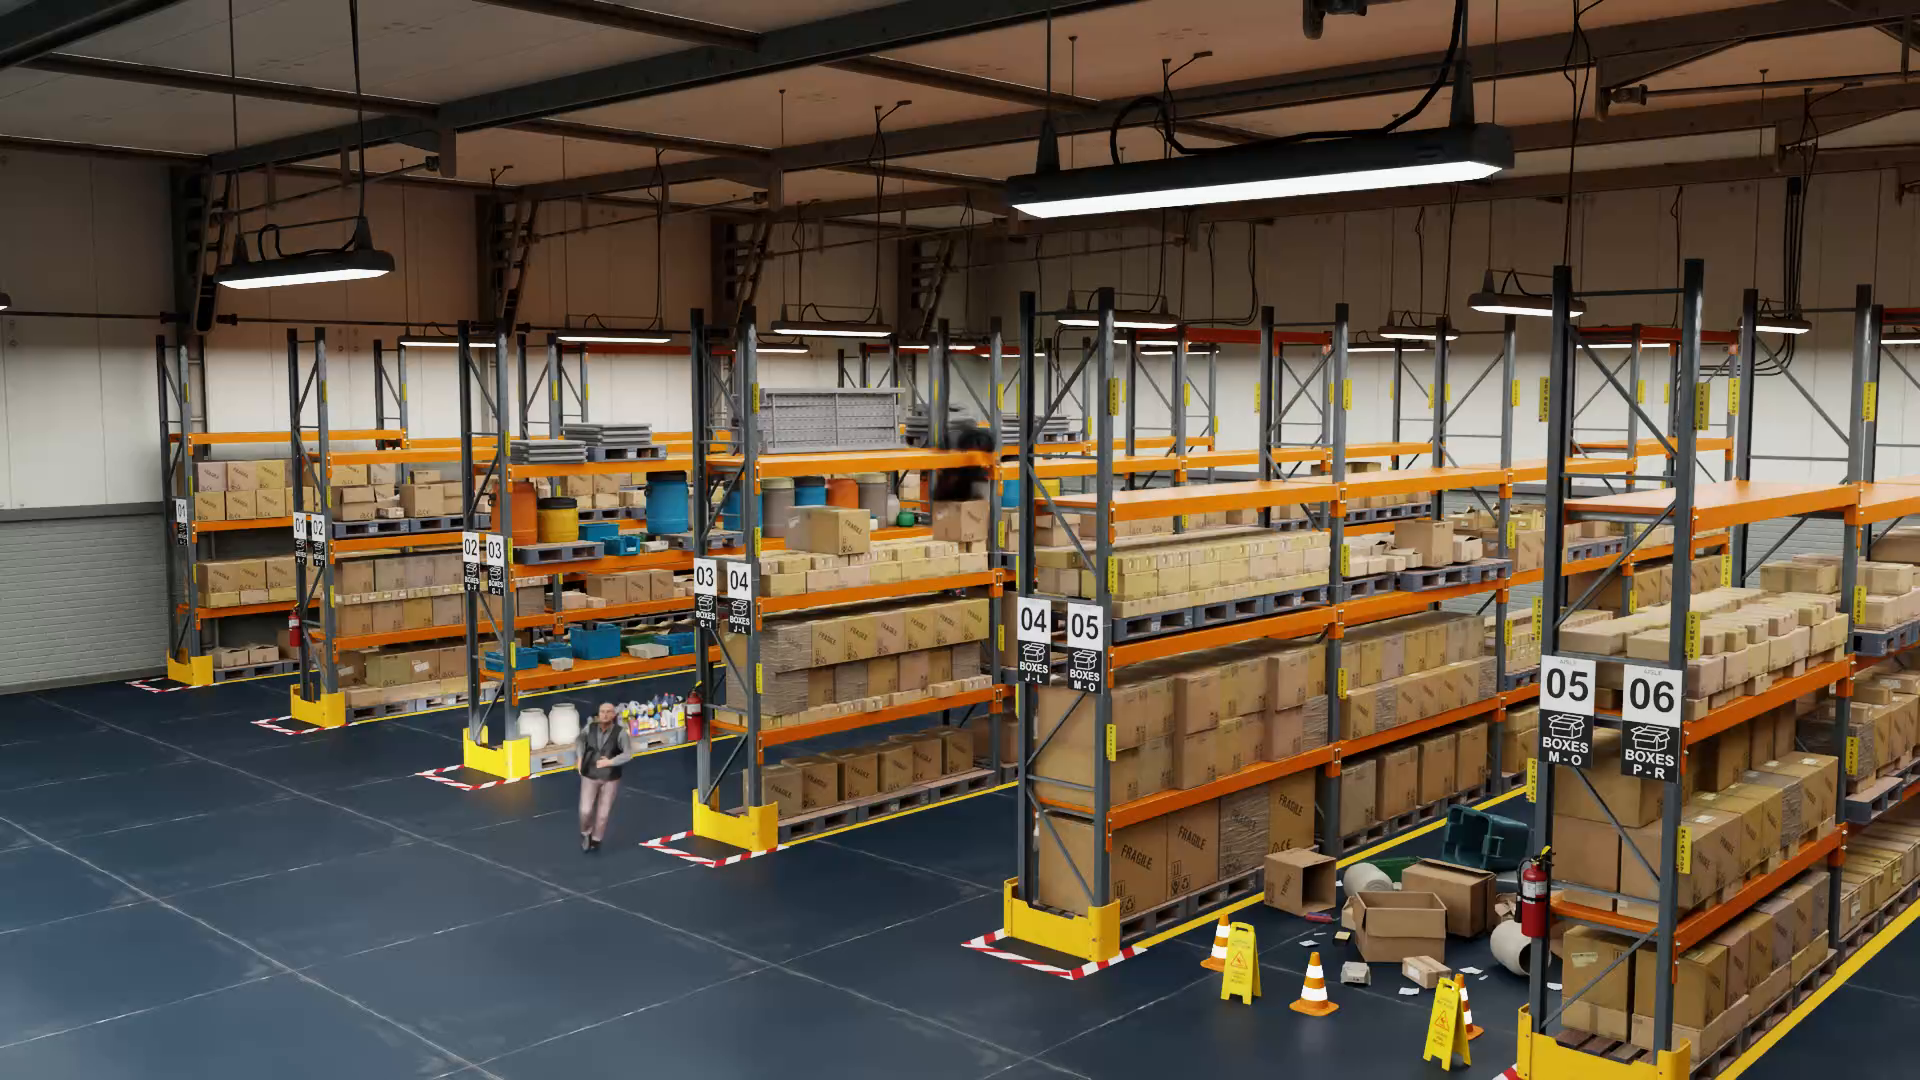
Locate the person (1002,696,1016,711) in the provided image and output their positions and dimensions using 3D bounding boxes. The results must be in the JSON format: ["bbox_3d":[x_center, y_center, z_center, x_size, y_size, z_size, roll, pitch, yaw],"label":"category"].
[{"bbox_3d":[0.839,1.872,24.699,0.603,1.672,0.794,5,7,43],"label":"person"}]

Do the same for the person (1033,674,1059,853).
[{"bbox_3d":[0.933,2.365,17.577,0.630,1.899,0.714,5,7,41],"label":"person"}]

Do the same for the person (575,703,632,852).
[{"bbox_3d":[-3.913,2.605,18.242,0.631,1.667,0.637,-1,5,-6],"label":"person"}]
